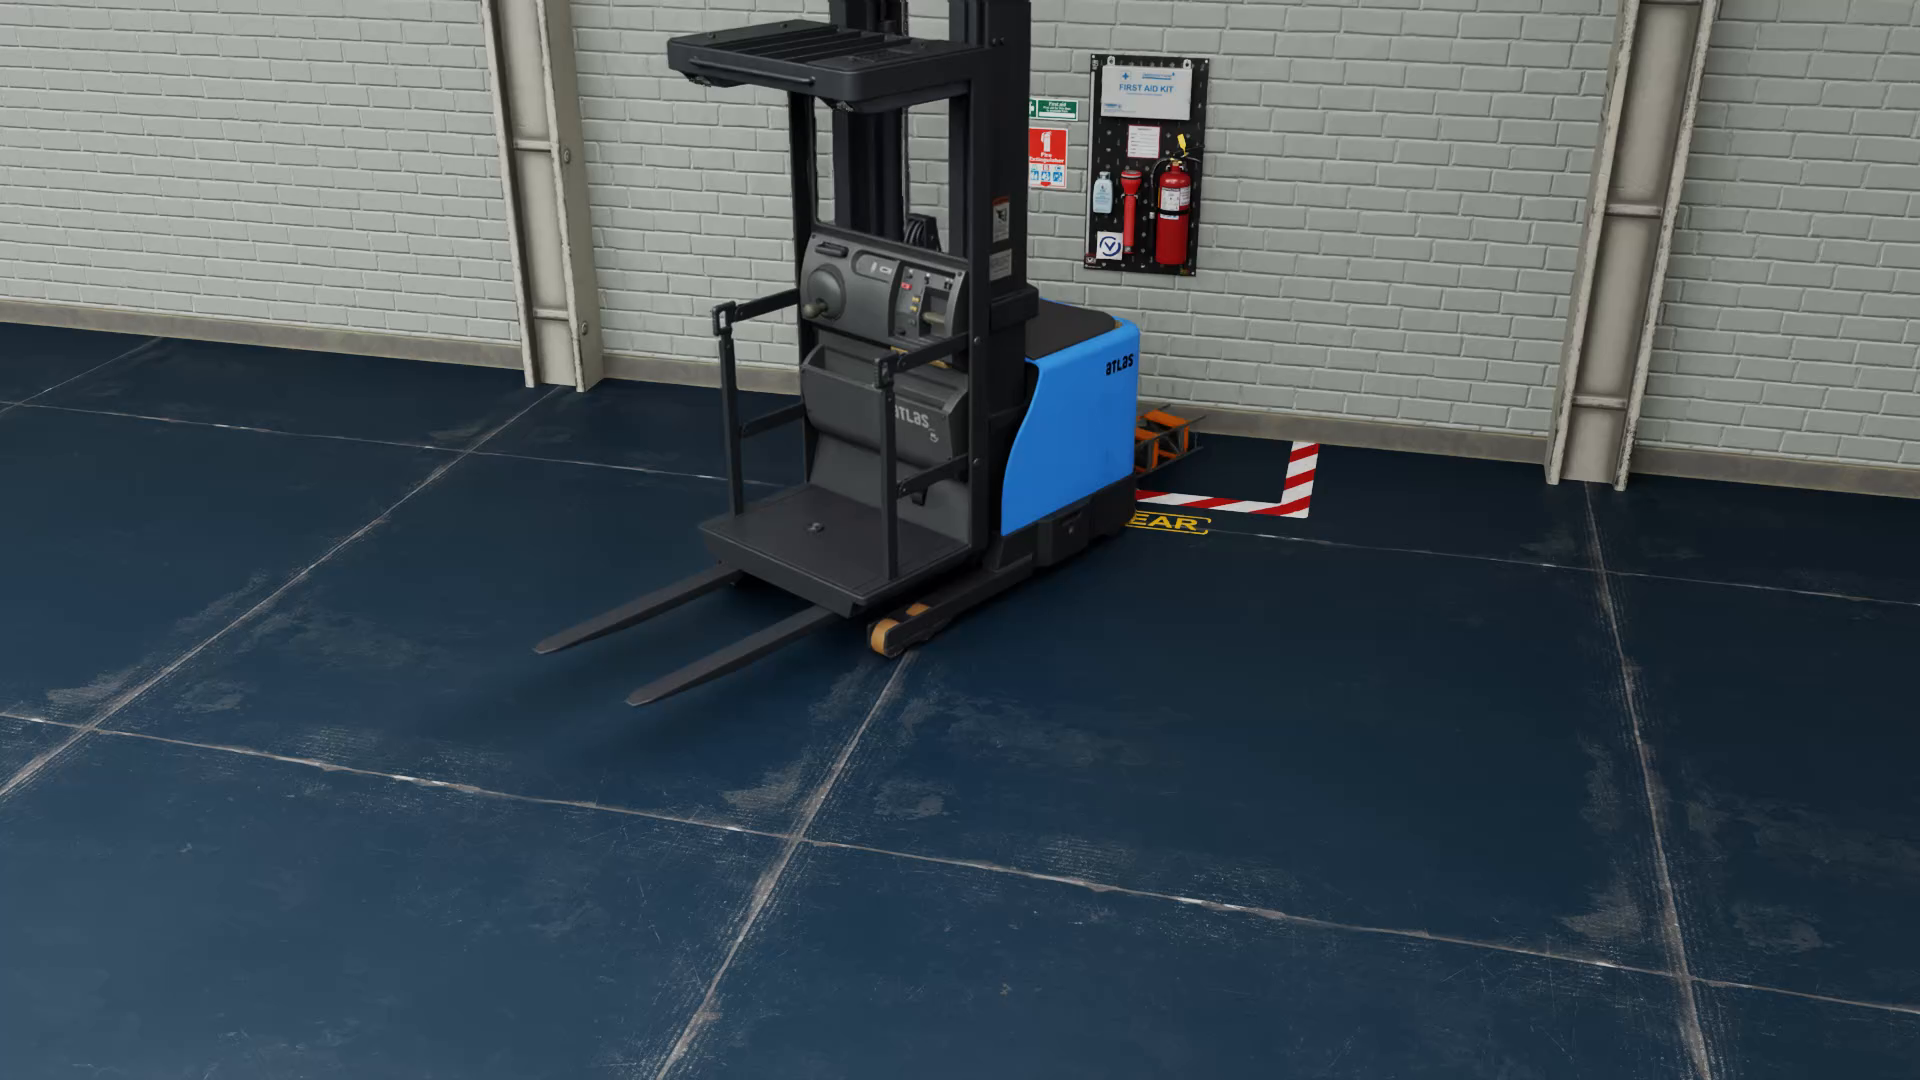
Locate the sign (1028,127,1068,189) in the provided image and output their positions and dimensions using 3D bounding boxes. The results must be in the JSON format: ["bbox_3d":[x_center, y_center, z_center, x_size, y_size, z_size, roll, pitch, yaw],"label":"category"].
[{"bbox_3d":[0.473,-2.097,9.124,0.234,0.329,0.001,6,26,13],"label":"sign"}]

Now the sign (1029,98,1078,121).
[{"bbox_3d":[0.475,-2.332,9.001,0.331,0.109,0.001,6,26,13],"label":"sign"}]

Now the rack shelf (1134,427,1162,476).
[{"bbox_3d":[0.911,-0.479,8.984,0.240,0.215,0.259,22,32,37],"label":"rack shelf"}]

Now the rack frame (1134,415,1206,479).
[{"bbox_3d":[1.009,-0.445,8.918,0.008,0.200,1.050,22,32,37],"label":"rack frame"}]

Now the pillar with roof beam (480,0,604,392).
[{"bbox_3d":[-3.516,-3.257,4.623,0.400,9.000,9.100,6,26,13],"label":"pillar with roof beam"}]

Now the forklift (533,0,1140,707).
[{"bbox_3d":[-0.484,-1.062,7.071,1.130,2.935,3.031,21,33,37],"label":"forklift"}]

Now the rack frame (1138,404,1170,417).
[{"bbox_3d":[0.828,-0.519,9.064,0.008,0.200,1.050,22,32,37],"label":"rack frame"}]

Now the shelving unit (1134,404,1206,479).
[{"bbox_3d":[0.918,-0.482,8.991,0.252,0.215,1.050,22,32,37],"label":"shelving unit"}]

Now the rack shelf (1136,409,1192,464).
[{"bbox_3d":[1.101,-0.565,9.176,0.240,0.215,0.259,22,32,37],"label":"rack shelf"}]

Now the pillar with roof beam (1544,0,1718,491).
[{"bbox_3d":[2.295,-2.615,3.274,0.400,9.000,9.100,6,26,13],"label":"pillar with roof beam"}]

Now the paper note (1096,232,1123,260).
[{"bbox_3d":[0.829,-1.629,9.207,0.142,0.148,0.016,6,26,13],"label":"paper note"}]

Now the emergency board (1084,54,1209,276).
[{"bbox_3d":[0.983,-1.979,8.917,0.643,1.169,0.194,6,26,13],"label":"emergency board"}]
